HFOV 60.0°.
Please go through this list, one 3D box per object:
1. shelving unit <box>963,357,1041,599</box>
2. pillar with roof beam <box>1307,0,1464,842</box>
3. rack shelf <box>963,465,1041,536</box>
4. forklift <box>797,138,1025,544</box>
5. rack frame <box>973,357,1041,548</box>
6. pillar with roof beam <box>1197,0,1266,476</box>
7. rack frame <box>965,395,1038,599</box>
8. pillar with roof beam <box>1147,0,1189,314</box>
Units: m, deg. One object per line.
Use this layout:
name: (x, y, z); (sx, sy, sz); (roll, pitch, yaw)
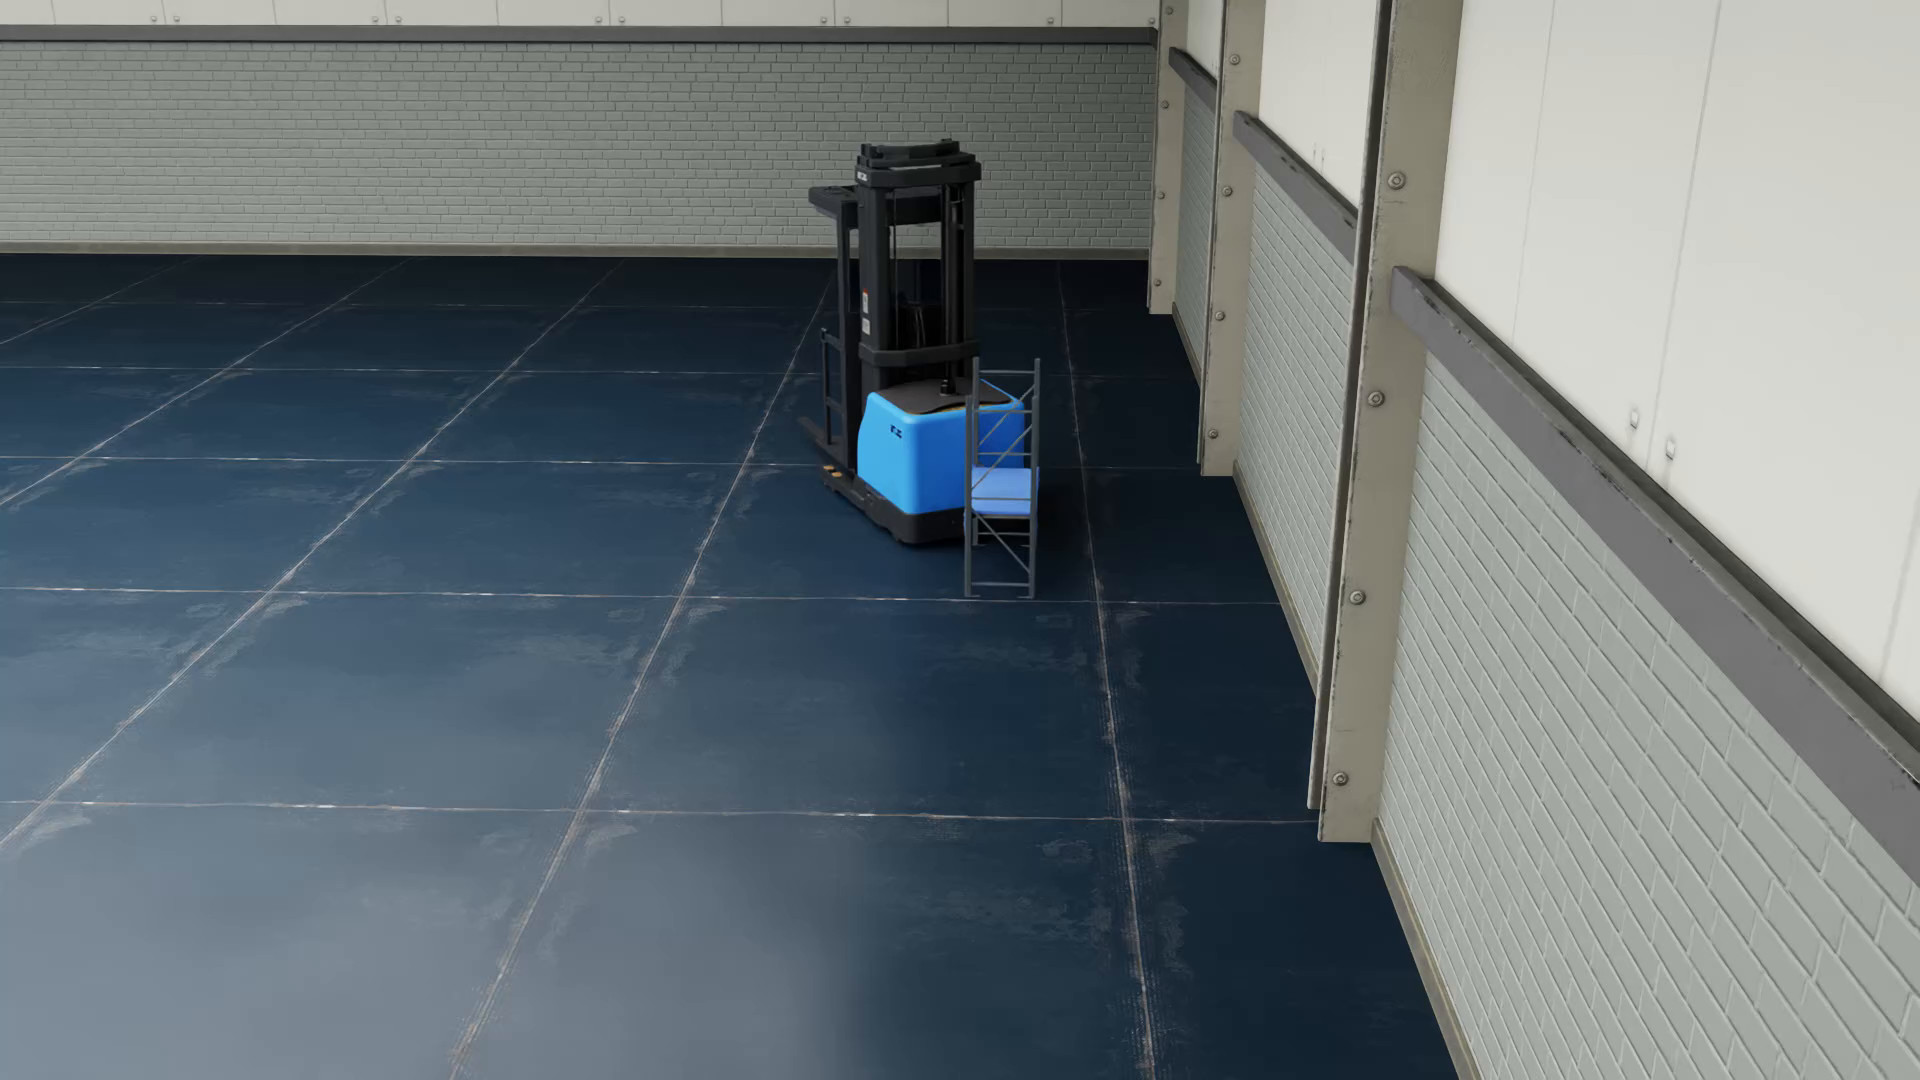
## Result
shelving unit: (0.318, -0.468, 12.162); (0.538, 1.500, 1.048); (1, 21, 3)
pillar with roof beam: (-2.225, -2.703, 7.554); (9.100, 9.000, 0.400); (1, 21, 2)
rack shelf: (0.318, -0.300, 12.227); (0.538, 0.185, 1.000); (1, 21, 3)
forklift: (-0.559, -1.833, 13.701); (1.130, 2.935, 3.031); (-9, 23, -23)
rack frame: (0.349, -0.652, 12.635); (0.500, 1.500, 0.032); (1, 21, 3)
pillar with roof beam: (-2.042, -4.872, 13.146); (9.100, 9.000, 0.400); (1, 21, 2)
rack frame: (0.287, -0.285, 11.689); (0.500, 1.500, 0.032); (1, 21, 3)
pillar with roof beam: (-1.860, -7.042, 18.737); (9.100, 9.000, 0.400); (1, 21, 2)
